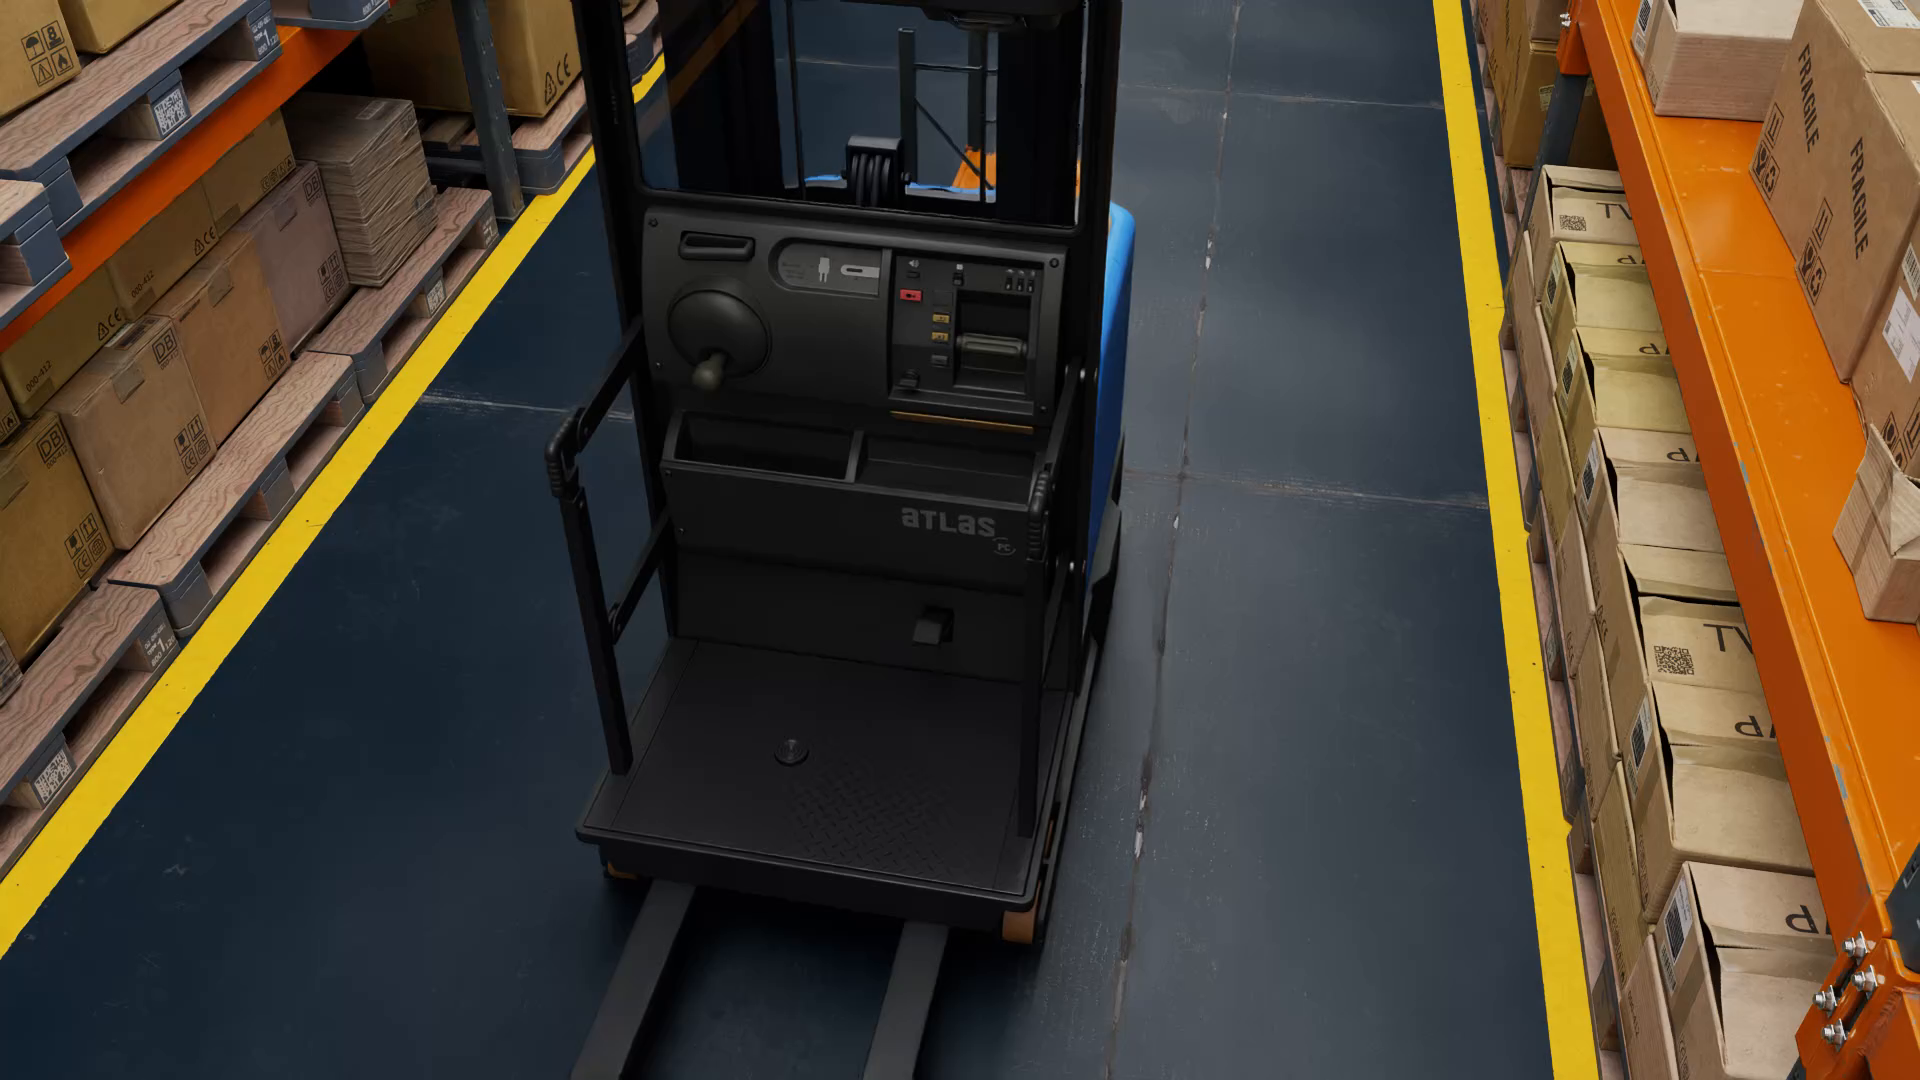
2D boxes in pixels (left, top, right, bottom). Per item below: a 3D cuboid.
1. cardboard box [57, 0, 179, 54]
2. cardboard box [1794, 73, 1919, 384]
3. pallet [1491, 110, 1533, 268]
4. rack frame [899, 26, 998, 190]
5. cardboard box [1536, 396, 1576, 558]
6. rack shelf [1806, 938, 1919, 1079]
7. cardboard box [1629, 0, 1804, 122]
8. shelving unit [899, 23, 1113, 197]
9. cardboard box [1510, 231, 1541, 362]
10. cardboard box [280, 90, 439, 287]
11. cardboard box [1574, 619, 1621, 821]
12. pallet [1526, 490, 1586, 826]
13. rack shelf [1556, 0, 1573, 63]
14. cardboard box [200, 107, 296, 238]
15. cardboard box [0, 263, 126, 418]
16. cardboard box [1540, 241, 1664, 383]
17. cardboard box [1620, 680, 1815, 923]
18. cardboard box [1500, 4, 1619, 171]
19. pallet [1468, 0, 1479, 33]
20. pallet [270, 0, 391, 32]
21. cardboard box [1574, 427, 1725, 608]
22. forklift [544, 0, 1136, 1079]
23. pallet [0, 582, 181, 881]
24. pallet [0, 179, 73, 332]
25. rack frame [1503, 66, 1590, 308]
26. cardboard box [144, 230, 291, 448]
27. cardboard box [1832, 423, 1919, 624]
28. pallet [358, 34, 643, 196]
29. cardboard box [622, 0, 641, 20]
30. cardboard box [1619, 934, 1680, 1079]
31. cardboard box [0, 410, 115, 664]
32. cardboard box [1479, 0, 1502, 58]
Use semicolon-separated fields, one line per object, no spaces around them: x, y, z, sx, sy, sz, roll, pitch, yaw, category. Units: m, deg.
-2.576;-1.678;4.501;0.700;0.500;0.500;6;40;8;cardboard box
2.204;-0.659;3.615;0.500;0.500;0.500;6;40;8;cardboard box
2.735;-1.396;6.773;1.003;0.211;1.213;6;40;8;pallet
0.078;-0.814;5.057;0.500;1.500;0.032;7;40;9;rack frame
2.019;-0.169;4.929;0.500;0.250;0.500;5;40;6;cardboard box
1.531;2.037;0.997;1.077;0.370;4.000;6;40;8;rack shelf
2.223;-1.432;4.698;0.500;0.311;0.500;6;40;7;cardboard box
0.179;-1.137;5.448;0.587;1.500;1.083;7;40;9;shelving unit
2.189;-0.812;5.706;0.500;0.250;0.500;6;40;8;cardboard box
-2.384;-1.299;6.083;0.700;0.500;0.500;7;40;8;cardboard box
1.840;0.472;4.154;0.500;0.250;0.500;7;40;9;cardboard box
2.175;0.344;4.668;1.003;0.211;1.213;6;40;8;pallet
2.915;-2.984;7.070;1.077;0.370;4.000;6;40;8;rack shelf
-2.544;-1.237;5.420;0.500;0.250;0.500;7;40;9;cardboard box
-2.733;-0.602;4.652;0.500;0.250;0.500;5;40;6;cardboard box
2.106;-0.697;5.128;0.500;0.311;0.500;5;40;7;cardboard box
1.748;0.573;3.591;0.500;0.311;0.500;7;40;9;cardboard box
2.500;-1.825;6.720;0.500;0.500;0.500;8;40;9;cardboard box
3.158;-2.927;8.625;1.003;0.211;1.213;6;40;8;pallet
-2.329;-2.017;5.486;1.213;0.211;1.003;6;40;8;pallet
1.928;-0.055;4.351;0.500;0.311;0.500;6;40;7;cardboard box
-0.279;-0.407;3.442;1.130;2.935;3.031;7;40;9;forklift
-2.870;0.546;4.424;1.003;0.211;1.213;6;40;8;pallet
-2.727;-0.429;3.566;1.003;0.211;1.213;6;40;8;pallet
2.569;-2.006;5.322;1.000;3.000;0.127;6;40;8;rack frame
-2.646;-0.673;5.327;0.700;0.500;0.500;6;40;7;cardboard box
1.848;-0.016;3.021;0.396;0.266;0.258;5;40;7;cardboard box
-2.100;-1.962;7.457;1.003;0.211;1.213;6;40;8;pallet
-1.896;-2.879;7.736;0.750;0.750;0.750;6;40;7;cardboard box
1.663;1.110;3.382;0.500;0.250;0.500;6;40;7;cardboard box
-2.852;-0.039;4.560;0.700;0.500;0.500;6;40;7;cardboard box
2.674;-2.480;7.512;0.500;0.500;0.500;5;40;6;cardboard box
